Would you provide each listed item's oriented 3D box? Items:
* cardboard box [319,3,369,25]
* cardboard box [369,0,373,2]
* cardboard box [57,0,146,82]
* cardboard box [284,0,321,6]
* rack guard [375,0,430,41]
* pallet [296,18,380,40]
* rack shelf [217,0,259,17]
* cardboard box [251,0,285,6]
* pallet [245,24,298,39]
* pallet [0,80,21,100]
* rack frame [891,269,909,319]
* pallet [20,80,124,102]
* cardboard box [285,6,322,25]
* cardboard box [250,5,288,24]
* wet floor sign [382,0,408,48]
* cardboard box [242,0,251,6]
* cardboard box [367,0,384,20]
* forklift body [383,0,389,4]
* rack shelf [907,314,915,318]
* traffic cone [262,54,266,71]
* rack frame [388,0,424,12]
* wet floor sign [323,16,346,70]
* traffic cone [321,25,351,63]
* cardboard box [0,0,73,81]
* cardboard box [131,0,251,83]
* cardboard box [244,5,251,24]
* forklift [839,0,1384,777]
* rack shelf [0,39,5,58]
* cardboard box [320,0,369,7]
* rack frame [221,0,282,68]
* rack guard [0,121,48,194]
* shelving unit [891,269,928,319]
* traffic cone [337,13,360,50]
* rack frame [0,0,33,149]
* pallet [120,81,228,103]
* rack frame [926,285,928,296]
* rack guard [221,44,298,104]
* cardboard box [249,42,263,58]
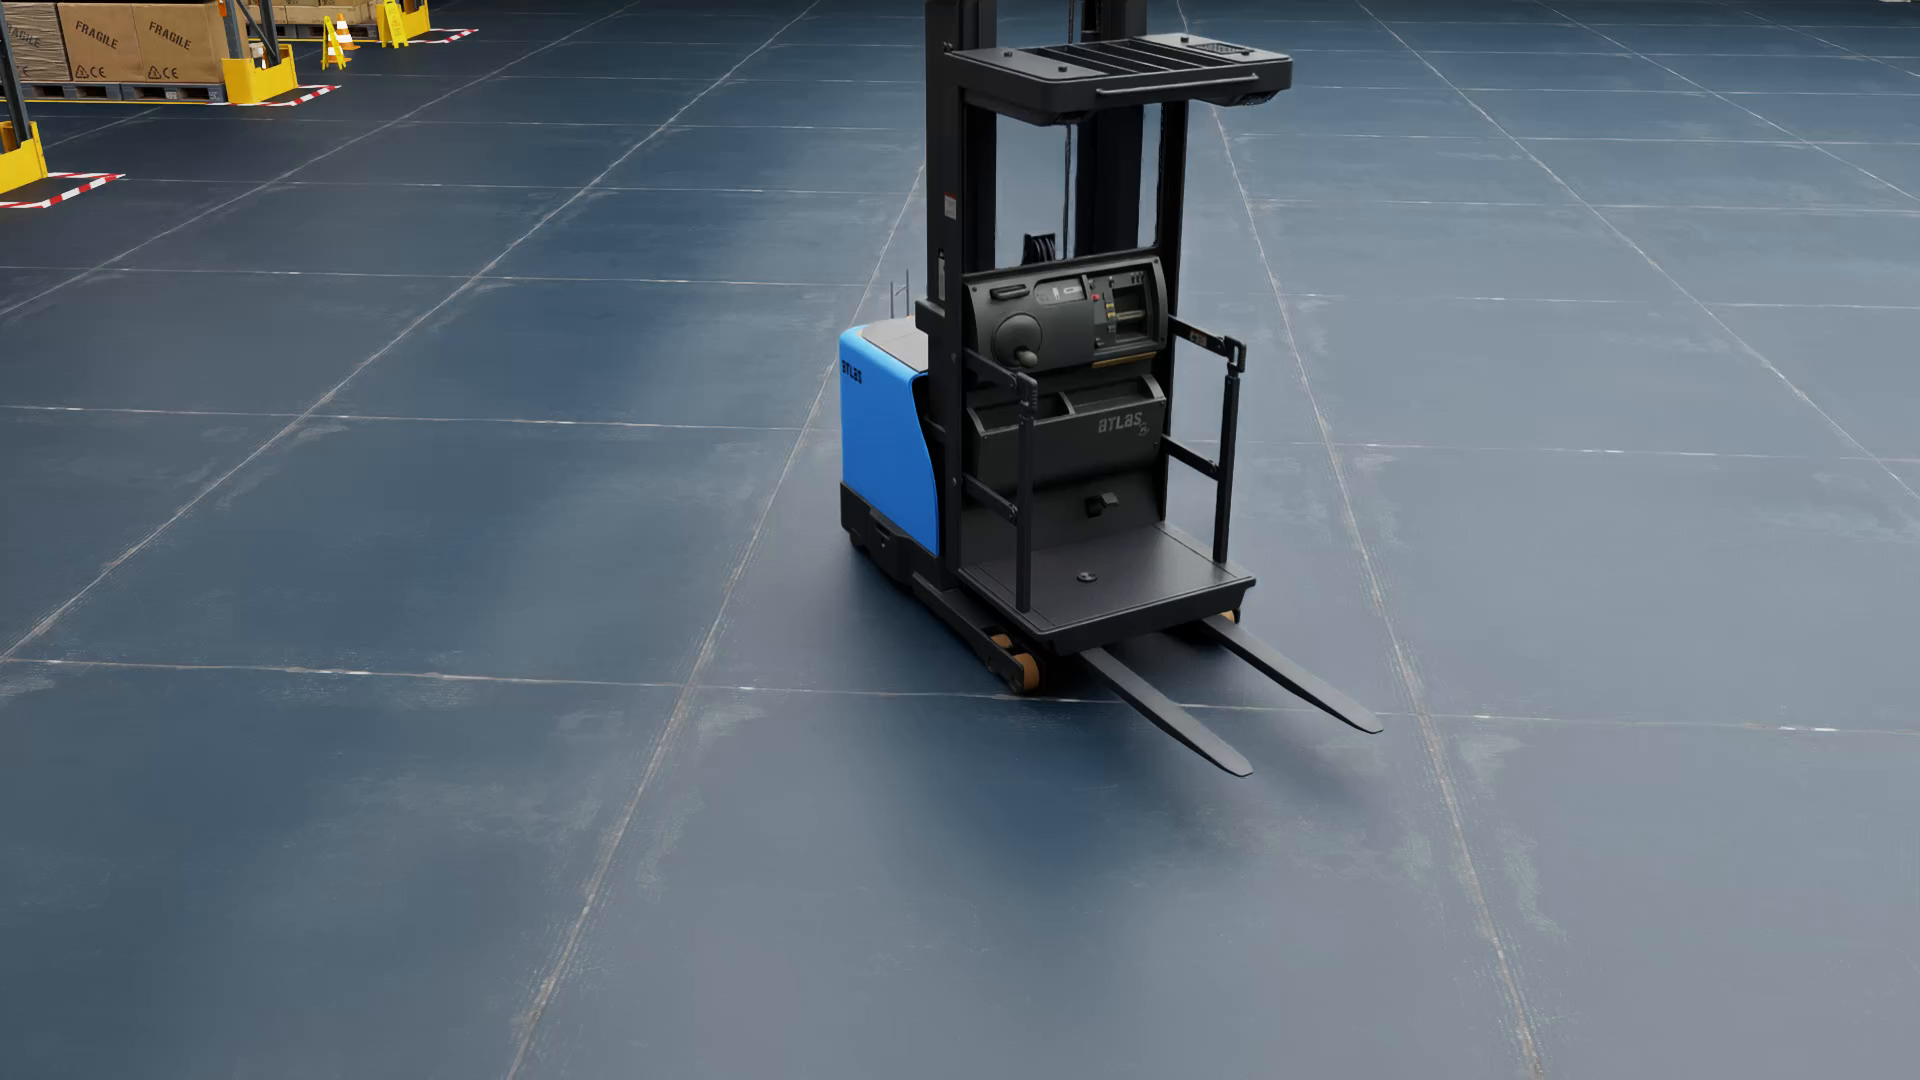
[{"bbox_3d":[-8.849,-7.566,23.892,0.500,0.250,0.500,2,25,4],"label":"cardboard box"},{"bbox_3d":[-8.806,-8.134,24.229,0.500,0.500,0.500,1,25,2],"label":"cardboard box"},{"bbox_3d":[-9.836,-5.891,19.503,0.875,0.875,0.875,1,25,3],"label":"cardboard box"},{"bbox_3d":[-9.338,-7.925,23.774,0.500,0.500,0.500,3,25,6],"label":"cardboard box"},{"bbox_3d":[-8.075,-7.577,24.118,0.348,0.500,1.175,2,25,4],"label":"rack guard"},{"bbox_3d":[-8.882,-7.486,24.267,1.213,0.211,1.003,2,25,4],"label":"pallet"},{"bbox_3d":[-10.271,-6.381,19.389,4.000,0.370,1.077,2,25,4],"label":"rack shelf"},{"bbox_3d":[-9.841,-7.944,23.815,0.500,0.500,0.500,1,25,3],"label":"cardboard box"},{"bbox_3d":[-10.095,-7.527,24.355,1.213,0.211,1.003,2,25,4],"label":"pallet"},{"bbox_3d":[-11.513,-5.448,19.837,1.213,0.211,1.003,2,25,4],"label":"pallet"},{"bbox_3d":[-0.298,-0.765,8.476,0.006,1.200,0.240,8,26,17],"label":"rack frame"},{"bbox_3d":[-10.293,-5.410,19.755,1.213,0.211,1.003,2,25,4],"label":"pallet"},{"bbox_3d":[-9.341,-7.585,23.933,0.500,0.250,0.500,2,25,4],"label":"cardboard box"},{"bbox_3d":[-9.863,-7.600,23.965,0.500,0.250,0.500,1,25,2],"label":"cardboard box"},{"bbox_3d":[-7.891,-7.188,23.100,0.232,0.644,0.267,11,27,22],"label":"wet floor sign"},{"bbox_3d":[-10.368,-7.959,23.849,0.500,0.500,0.500,3,25,7],"label":"cardboard box"},{"bbox_3d":[-8.782,-7.793,24.384,0.500,0.250,0.500,2,25,4],"label":"cardboard box"},{"bbox_3d":[-9.653,-9.694,26.744,1.214,2.155,2.313,2,25,4],"label":"forklift body"},{"bbox_3d":[-0.211,-1.039,8.318,0.180,0.103,0.258,8,26,17],"label":"rack shelf"},{"bbox_3d":[-8.698,-6.100,20.953,0.334,0.463,0.336,2,25,4],"label":"traffic cone"},{"bbox_3d":[-7.999,-8.710,23.591,0.127,3.000,1.000,2,25,4],"label":"rack frame"},{"bbox_3d":[-8.097,-6.398,21.384,0.232,0.644,0.267,-2,25,-5],"label":"wet floor sign"},{"bbox_3d":[-8.272,-6.560,21.953,0.334,0.463,0.336,2,25,4],"label":"traffic cone"},{"bbox_3d":[-10.744,-5.921,19.568,0.875,0.875,0.875,2,25,4],"label":"cardboard box"},{"bbox_3d":[-8.958,-5.863,19.444,0.875,0.875,0.875,2,25,4],"label":"cardboard box"},{"bbox_3d":[-10.357,-7.620,24.009,0.500,0.250,0.500,2,25,3],"label":"cardboard box"},{"bbox_3d":[0.561,-0.913,6.728,1.130,2.935,3.031,-13,28,-26],"label":"forklift"},{"bbox_3d":[-10.752,-4.317,14.904,4.000,0.370,1.077,2,25,4],"label":"rack shelf"},{"bbox_3d":[-8.818,-7.909,23.740,0.500,0.500,0.500,2,25,4],"label":"cardboard box"},{"bbox_3d":[-8.277,-6.644,19.100,0.127,3.000,1.000,2,25,4],"label":"rack frame"},{"bbox_3d":[-8.833,-3.447,15.142,0.348,0.500,1.175,2,25,4],"label":"rack guard"},{"bbox_3d":[-0.211,-0.752,8.450,0.189,1.200,0.258,8,26,17],"label":"shelving unit"},{"bbox_3d":[-8.526,-7.034,22.982,0.334,0.463,0.336,2,25,4],"label":"traffic cone"},{"bbox_3d":[-8.757,-4.580,14.614,0.127,3.000,1.000,2,25,4],"label":"rack frame"},{"bbox_3d":[-9.080,-5.370,19.668,1.213,0.211,1.003,2,25,4],"label":"pallet"},{"bbox_3d":[-0.124,-0.740,8.424,0.006,1.200,0.240,8,26,17],"label":"rack frame"},{"bbox_3d":[-8.253,-5.507,19.621,0.348,0.500,1.175,2,25,4],"label":"rack guard"},{"bbox_3d":[-9.460,-6.615,22.448,0.250,0.149,0.380,16,29,31],"label":"cardboard box"}]
